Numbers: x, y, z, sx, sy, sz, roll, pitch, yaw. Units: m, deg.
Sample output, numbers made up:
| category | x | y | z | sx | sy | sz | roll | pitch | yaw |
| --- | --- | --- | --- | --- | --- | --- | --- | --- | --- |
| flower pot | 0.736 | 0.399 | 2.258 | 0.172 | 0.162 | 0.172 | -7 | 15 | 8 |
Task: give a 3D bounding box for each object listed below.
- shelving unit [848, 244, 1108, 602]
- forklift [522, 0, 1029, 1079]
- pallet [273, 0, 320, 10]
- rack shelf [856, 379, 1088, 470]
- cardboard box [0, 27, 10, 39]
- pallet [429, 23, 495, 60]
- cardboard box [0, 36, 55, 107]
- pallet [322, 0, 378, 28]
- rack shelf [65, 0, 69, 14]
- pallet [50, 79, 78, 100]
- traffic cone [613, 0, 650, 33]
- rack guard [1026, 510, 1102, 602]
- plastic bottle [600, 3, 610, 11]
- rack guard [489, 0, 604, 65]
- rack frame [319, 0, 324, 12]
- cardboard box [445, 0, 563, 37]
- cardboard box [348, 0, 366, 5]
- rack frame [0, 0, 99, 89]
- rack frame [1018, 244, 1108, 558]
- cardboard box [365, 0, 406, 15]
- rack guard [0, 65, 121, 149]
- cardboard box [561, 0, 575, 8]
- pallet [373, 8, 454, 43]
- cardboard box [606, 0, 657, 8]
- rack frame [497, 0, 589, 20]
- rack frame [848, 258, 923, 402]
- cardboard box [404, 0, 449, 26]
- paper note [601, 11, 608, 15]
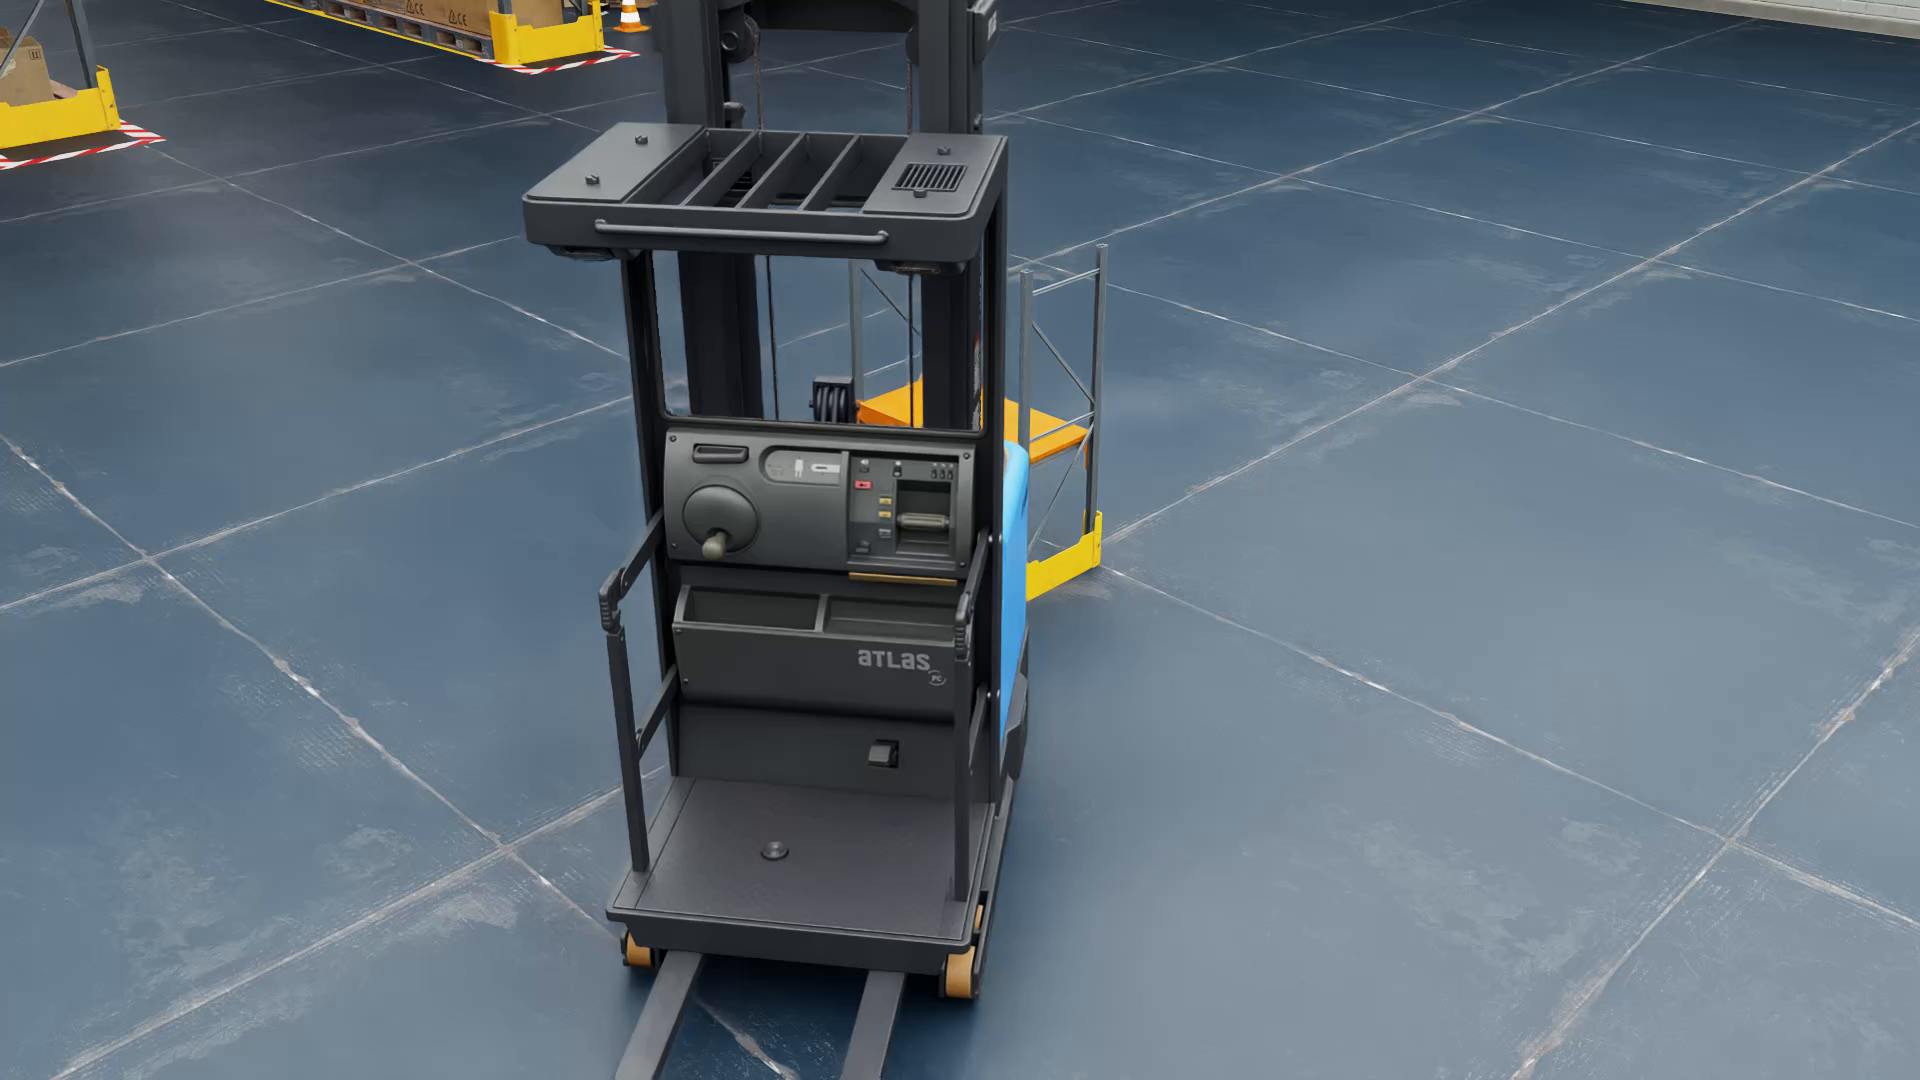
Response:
| category | x | y | z | sx | sy | sz | roll | pitch | yaw |
| --- | --- | --- | --- | --- | --- | --- | --- | --- | --- |
| shelving unit | 0.054 | -0.639 | 7.354 | 1.083 | 1.500 | 0.587 | 25 | 36 | 38 |
| forklift | -0.448 | -0.071 | 4.736 | 1.130 | 2.935 | 3.031 | 4 | 28 | 7 |
| pallet | -7.754 | -6.707 | 20.278 | 1.213 | 0.211 | 1.003 | 25 | 36 | 38 |
| rack shelf | 0.061 | -0.477 | 7.432 | 1.000 | 0.185 | 0.538 | 25 | 36 | 38 |
| cardboard box | -8.732 | -4.268 | 14.879 | 0.500 | 0.500 | 0.500 | -15 | 31 | -27 |
| pallet | -4.924 | -5.410 | 17.811 | 1.213 | 0.211 | 1.003 | 25 | 36 | 38 |
| cardboard box | -8.282 | -4.085 | 14.530 | 0.500 | 0.500 | 0.500 | -18 | 33 | -30 |
| pallet | -6.664 | -6.206 | 19.326 | 1.213 | 0.211 | 1.003 | 25 | 36 | 38 |
| rack shelf | -9.275 | -5.130 | 15.056 | 4.000 | 0.370 | 1.077 | 25 | 36 | 38 |
| pallet | -8.457 | -3.863 | 14.871 | 1.213 | 0.211 | 1.003 | 25 | 36 | 38 |
| traffic cone | -3.682 | -5.931 | 18.532 | 0.334 | 0.463 | 0.336 | 25 | 36 | 38 |
| rack guard | 0.409 | 0.077 | 7.335 | 0.087 | 0.250 | 0.587 | 25 | 36 | 38 |
| plastic bottle | -4.302 | -6.325 | 19.713 | 0.283 | 0.061 | 0.133 | 12 | 30 | 22 |
| rack guard | -4.282 | -5.295 | 17.283 | 0.348 | 0.500 | 1.175 | 25 | 36 | 38 |
| rack frame | -7.151 | -7.714 | 19.198 | 0.127 | 3.000 | 1.000 | 25 | 36 | 38 |
| cardboard box | -4.829 | -5.854 | 17.492 | 0.875 | 0.875 | 0.875 | 25 | 37 | 39 |
| cardboard box | -6.752 | -6.731 | 19.160 | 0.875 | 0.875 | 0.875 | -25 | 36 | -38 |
| rack frame | -7.849 | -4.796 | 13.648 | 0.127 | 3.000 | 1.000 | 25 | 36 | 38 |
| rack frame | 0.423 | -0.470 | 7.033 | 0.032 | 1.500 | 0.500 | 25 | 36 | 38 |
| cardboard box | -6.107 | -6.438 | 18.603 | 0.875 | 0.875 | 0.875 | 25 | 37 | 39 |
| rack guard | -7.903 | -3.714 | 14.277 | 0.348 | 0.500 | 1.175 | 25 | 36 | 38 |
| cardboard box | -4.634 | -6.554 | 19.930 | 0.396 | 0.266 | 0.258 | -18 | 33 | -31 |
| pallet | -5.790 | -5.808 | 18.568 | 1.213 | 0.211 | 1.003 | 25 | 36 | 38 |
| cardboard box | -3.928 | -6.713 | 19.976 | 0.637 | 0.503 | 0.797 | 2 | 28 | 4 |
| rack frame | -4.299 | -6.409 | 16.716 | 0.127 | 3.000 | 1.000 | 25 | 36 | 38 |
| rack frame | -0.302 | -0.802 | 7.663 | 0.032 | 1.500 | 0.500 | 25 | 36 | 38 |
| cardboard box | -5.458 | -6.140 | 18.036 | 0.875 | 0.875 | 0.875 | 24 | 36 | 38 |
| paper note | -4.197 | -6.156 | 19.426 | 0.144 | 0.017 | 0.142 | -13 | 30 | -22 |
